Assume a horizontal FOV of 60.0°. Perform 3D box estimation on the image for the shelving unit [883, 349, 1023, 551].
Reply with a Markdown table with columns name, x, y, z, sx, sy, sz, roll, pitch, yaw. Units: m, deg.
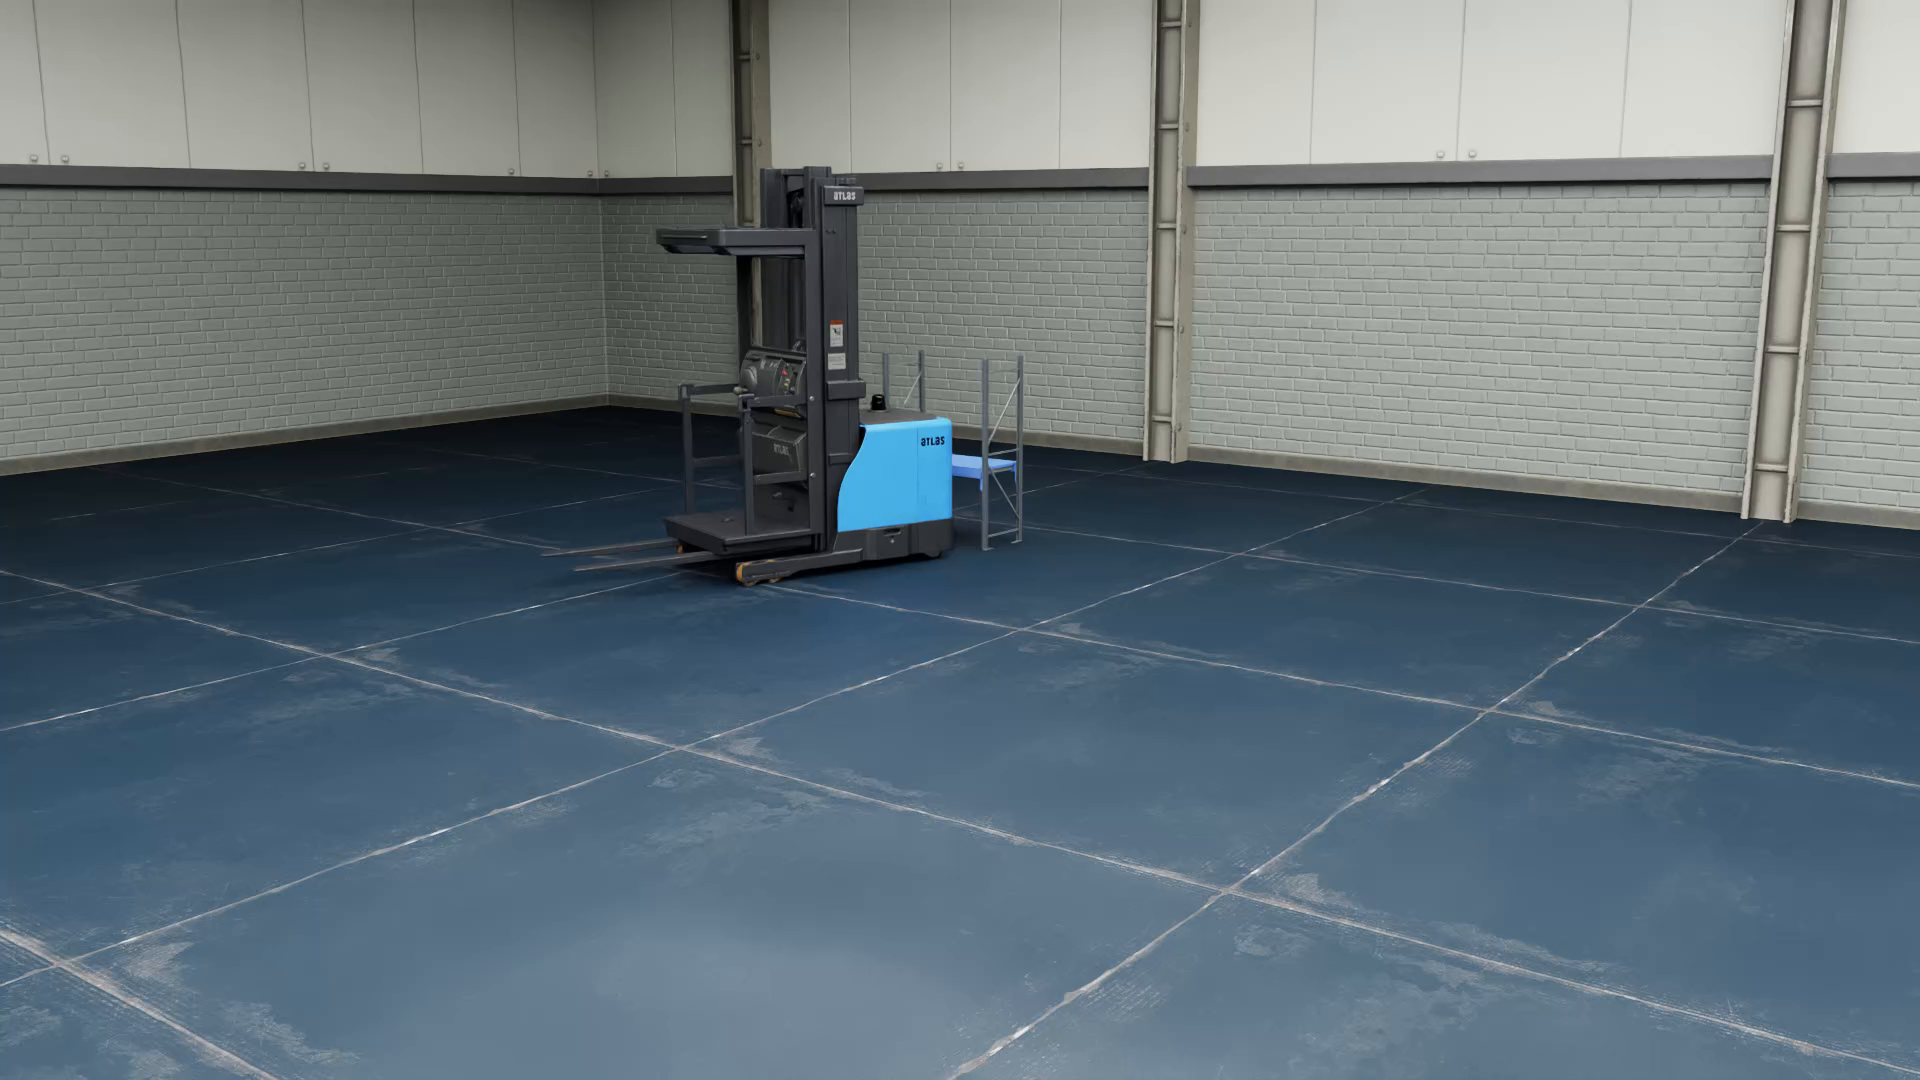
| name | x | y | z | sx | sy | sz | roll | pitch | yaw |
| --- | --- | --- | --- | --- | --- | --- | --- | --- | --- |
| shelving unit | -0.061 | -0.749 | 13.454 | 1.048 | 1.500 | 0.538 | 9 | 14 | 38 |

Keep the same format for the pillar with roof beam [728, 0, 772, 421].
| name | x | y | z | sx | sy | sz | roll | pitch | yaw |
| --- | --- | --- | --- | --- | --- | --- | --- | --- | --- |
| pillar with roof beam | -5.158 | -5.300 | 17.234 | 0.400 | 9.000 | 9.100 | 8 | 13 | 36 |

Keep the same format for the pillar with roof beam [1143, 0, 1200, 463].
| name | x | y | z | sx | sy | sz | roll | pitch | yaw |
| --- | --- | --- | --- | --- | --- | --- | --- | --- | --- |
| pillar with roof beam | -0.322 | -4.626 | 13.748 | 0.400 | 9.000 | 9.100 | 8 | 13 | 36 |

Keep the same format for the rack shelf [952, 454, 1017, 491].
| name | x | y | z | sx | sy | sz | roll | pitch | yaw |
| --- | --- | --- | --- | --- | --- | --- | --- | --- | --- |
| rack shelf | -0.061 | -0.573 | 13.489 | 1.000 | 0.185 | 0.538 | 9 | 14 | 38 |

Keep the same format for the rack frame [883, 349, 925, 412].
| name | x | y | z | sx | sy | sz | roll | pitch | yaw |
| --- | --- | --- | --- | --- | --- | --- | --- | --- | --- |
| rack frame | -0.460 | -0.809 | 13.764 | 0.032 | 1.500 | 0.500 | 9 | 14 | 38 |

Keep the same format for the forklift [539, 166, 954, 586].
| name | x | y | z | sx | sy | sz | roll | pitch | yaw |
| --- | --- | --- | --- | --- | --- | --- | --- | --- | --- |
| forklift | -1.553 | -1.227 | 12.153 | 3.031 | 2.935 | 1.130 | -7 | 13 | -33 |

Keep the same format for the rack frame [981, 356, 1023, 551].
| name | x | y | z | sx | sy | sz | roll | pitch | yaw |
| --- | --- | --- | --- | --- | --- | --- | --- | --- | --- |
| rack frame | 0.337 | -0.689 | 13.144 | 0.032 | 1.500 | 0.500 | 9 | 14 | 38 |

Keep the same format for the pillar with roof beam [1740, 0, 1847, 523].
| name | x | y | z | sx | sy | sz | roll | pitch | yaw |
| --- | --- | --- | --- | --- | --- | --- | --- | --- | --- |
| pillar with roof beam | 4.514 | -3.951 | 10.261 | 0.400 | 9.000 | 9.100 | 8 | 13 | 36 |
